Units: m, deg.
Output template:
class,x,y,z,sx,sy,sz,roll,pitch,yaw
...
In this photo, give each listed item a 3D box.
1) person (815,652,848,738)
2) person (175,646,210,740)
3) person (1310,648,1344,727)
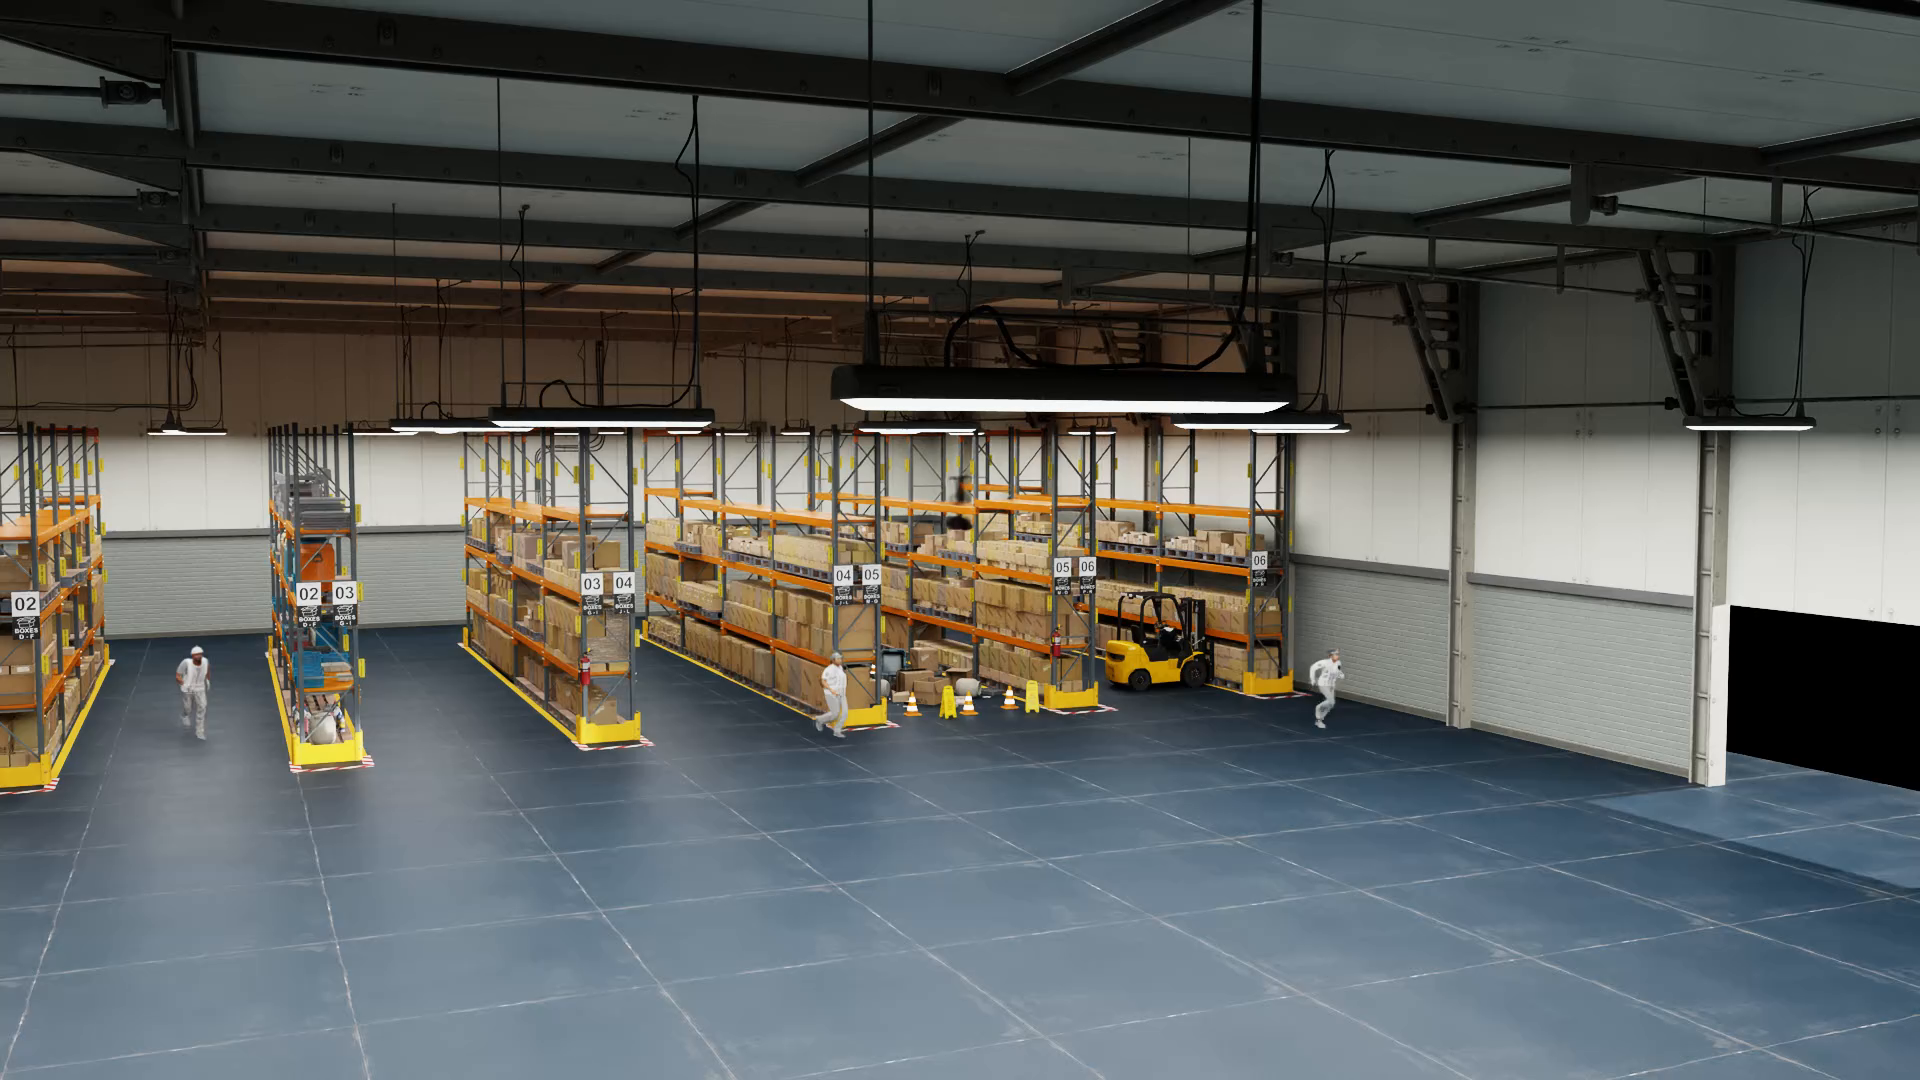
class,x,y,z,sx,sy,sz,roll,pitch,yaw
person,-2.446,2.971,32.008,0.630,1.626,0.634,2,4,28
person,-14.712,2.907,31.905,0.681,1.770,1.093,-3,5,-41
person,7.295,2.915,32.855,0.602,1.612,0.684,-2,4,-33
